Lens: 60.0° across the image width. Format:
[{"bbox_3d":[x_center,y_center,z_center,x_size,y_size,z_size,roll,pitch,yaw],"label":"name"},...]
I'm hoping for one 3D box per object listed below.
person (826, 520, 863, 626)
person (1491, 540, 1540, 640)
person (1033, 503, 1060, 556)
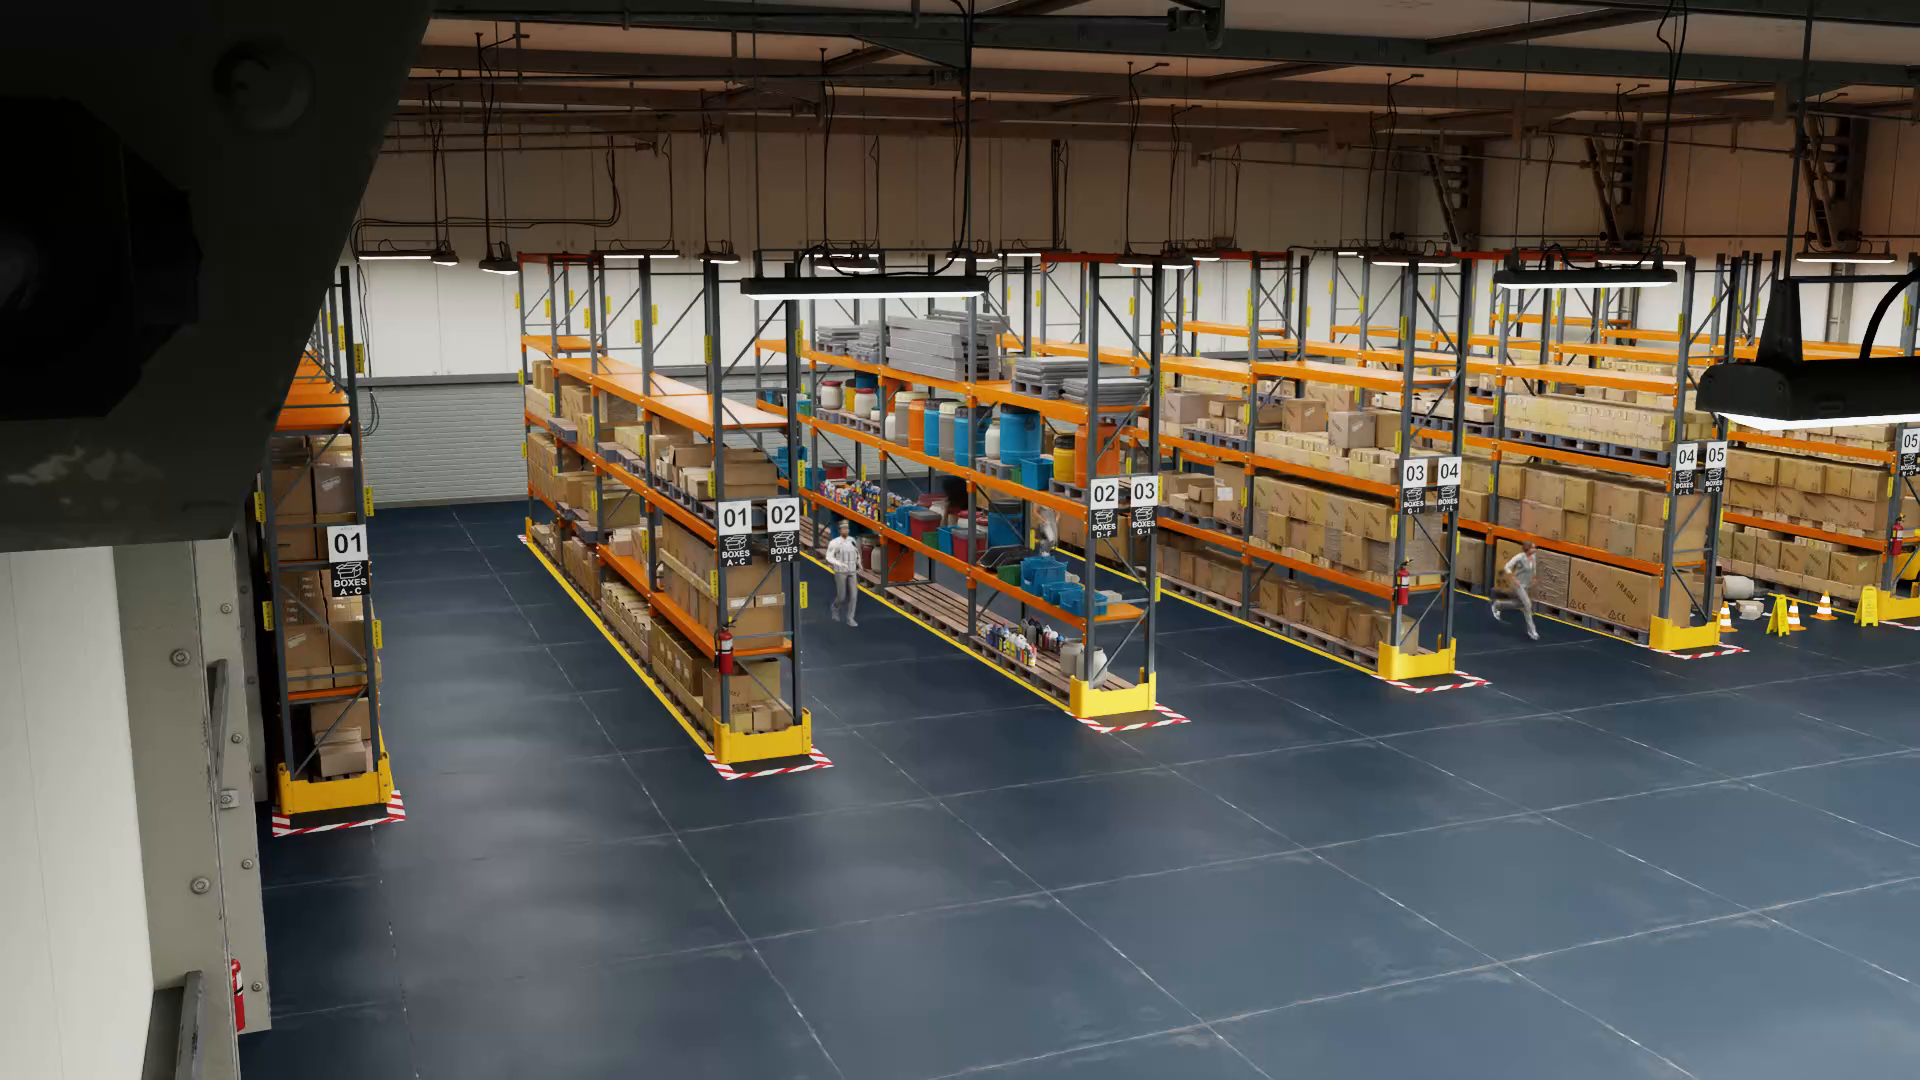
[{"bbox_3d":[-1.793,0.500,26.072,0.625,1.659,0.658,-6,12,-30],"label":"person"},{"bbox_3d":[8.935,0.746,26.668,0.537,1.586,0.968,-7,12,-34],"label":"person"},{"bbox_3d":[1.663,-0.396,31.712,0.579,1.477,0.642,-3,11,-16],"label":"person"}]
